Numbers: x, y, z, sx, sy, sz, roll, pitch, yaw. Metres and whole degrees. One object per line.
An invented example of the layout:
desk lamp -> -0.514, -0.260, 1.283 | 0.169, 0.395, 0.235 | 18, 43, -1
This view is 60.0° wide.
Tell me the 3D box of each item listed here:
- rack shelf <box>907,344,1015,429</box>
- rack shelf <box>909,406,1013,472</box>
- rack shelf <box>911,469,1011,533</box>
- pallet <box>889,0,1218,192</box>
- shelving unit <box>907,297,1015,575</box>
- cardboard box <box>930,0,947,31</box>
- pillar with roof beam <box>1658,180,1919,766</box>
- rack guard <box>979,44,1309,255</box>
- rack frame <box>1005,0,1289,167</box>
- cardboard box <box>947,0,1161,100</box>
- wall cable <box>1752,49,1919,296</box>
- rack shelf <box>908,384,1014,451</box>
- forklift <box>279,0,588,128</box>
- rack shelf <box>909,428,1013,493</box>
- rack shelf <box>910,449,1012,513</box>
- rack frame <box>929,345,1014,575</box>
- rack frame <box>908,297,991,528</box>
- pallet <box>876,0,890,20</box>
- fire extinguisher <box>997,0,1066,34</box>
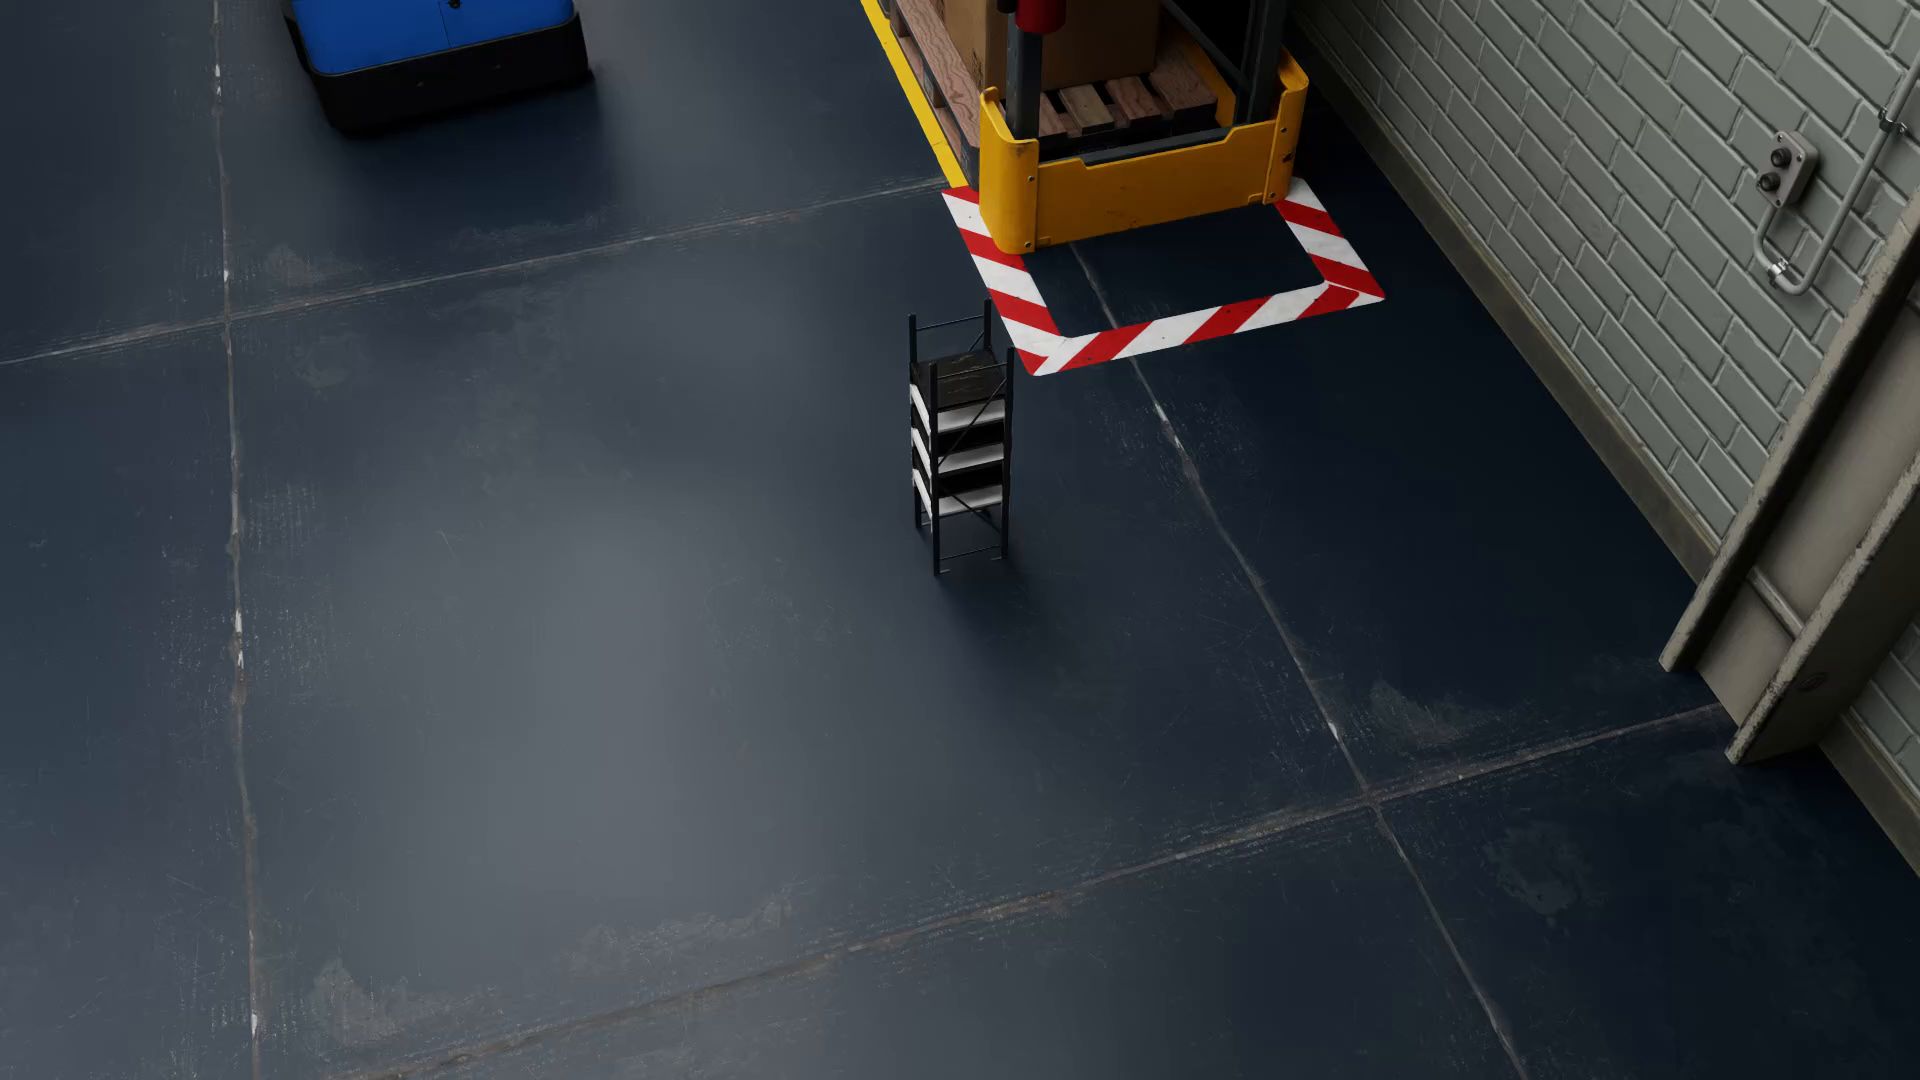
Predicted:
rack shelf -> 0.002, -0.437, 4.720 | 0.258, 0.077, 0.200 | -13, 51, -11
rack shelf -> 0.002, -0.321, 4.858 | 0.258, 0.077, 0.200 | -13, 51, -11
rack shelf -> 0.002, -0.147, 5.064 | 0.258, 0.077, 0.200 | -13, 51, -11
pallet -> 0.346, -1.948, 6.754 | 1.003, 0.211, 1.213 | -13, 51, -11
shelving unit -> 0.002, -0.284, 4.901 | 0.258, 0.900, 0.210 | -13, 51, -11
cardboard box -> 0.207, -2.464, 6.726 | 0.700, 0.500, 0.500 | -13, 51, -11
pillar with roof beam -> -1.830, -1.465, 0.599 | 9.100, 9.000, 0.400 | -13, 51, -11
rack guard -> 0.665, -1.457, 6.152 | 1.175, 0.500, 0.348 | -13, 51, -11
rack frame -> 0.658, -2.281, 5.211 | 1.000, 3.000, 0.127 | -13, 51, -11
cardboard box -> 0.355, -2.099, 6.418 | 0.700, 0.500, 0.500 | -13, 51, -11
wall cable -> 1.940, -1.887, 4.214 | 0.084, 1.984, 1.851 | -13, 51, -11
rack shelf -> 0.002, -0.379, 4.789 | 0.258, 0.077, 0.200 | -13, 51, -11
forklift -> -2.557, -3.708, 6.459 | 1.130, 2.935, 3.031 | -18, 52, -14
rack shelf -> 0.002, -0.263, 4.926 | 0.258, 0.077, 0.200 | -13, 51, -11
rack shelf -> 0.002, -0.205, 4.995 | 0.258, 0.077, 0.200 | -13, 51, -11
rack frame -> 0.032, -0.210, 4.838 | 0.240, 0.900, 0.006 | -13, 51, -11
rack frame -> -0.028, -0.358, 4.964 | 0.240, 0.900, 0.006 | -13, 51, -11
pallet -> -0.011, -2.838, 7.504 | 1.003, 0.211, 1.213 | -13, 51, -11
fire extinguisher -> 0.261, -1.921, 5.202 | 0.296, 0.674, 0.183 | -13, 51, -11
